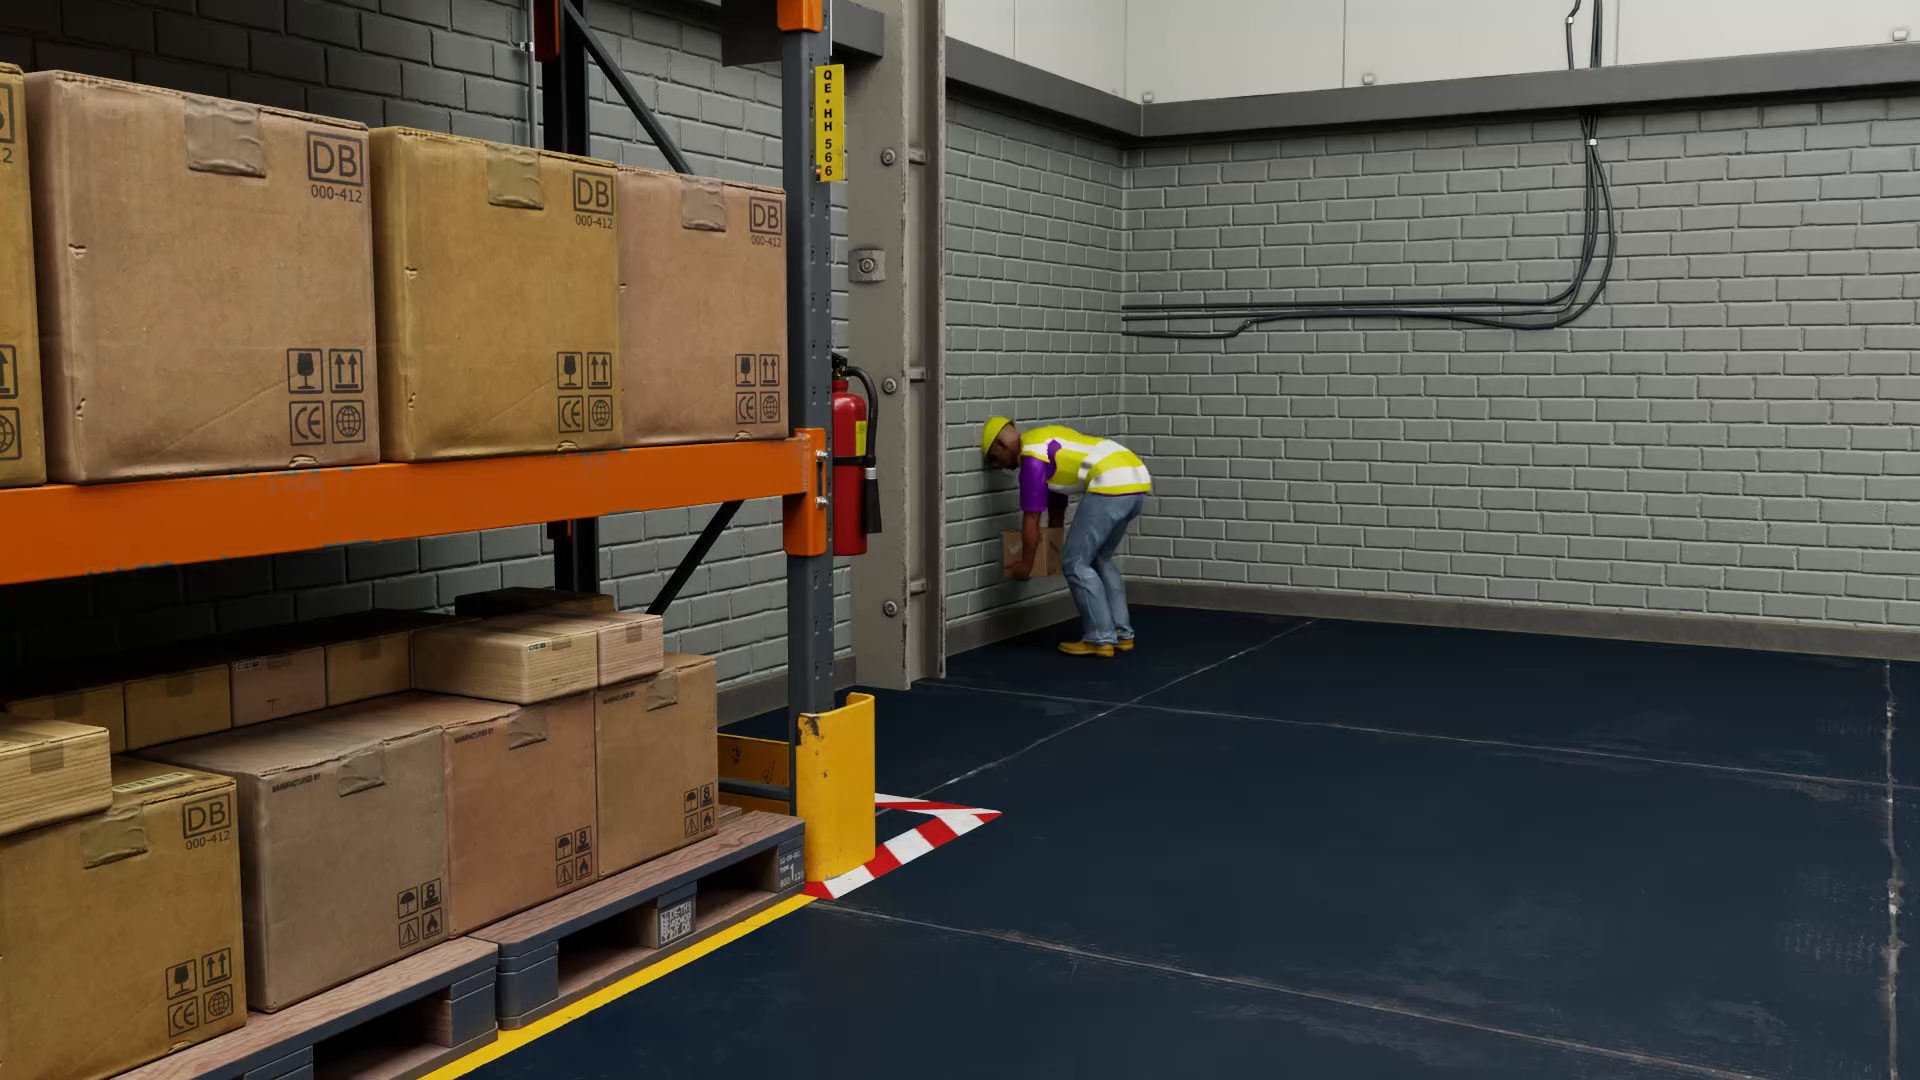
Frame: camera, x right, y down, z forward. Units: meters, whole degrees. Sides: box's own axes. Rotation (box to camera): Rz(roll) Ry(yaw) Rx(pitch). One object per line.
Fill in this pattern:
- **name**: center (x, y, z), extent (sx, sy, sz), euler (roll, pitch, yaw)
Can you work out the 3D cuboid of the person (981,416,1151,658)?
- **person**: center (0.531, -0.033, 8.880), extent (0.956, 1.242, 0.475), euler (3, 7, 27)
